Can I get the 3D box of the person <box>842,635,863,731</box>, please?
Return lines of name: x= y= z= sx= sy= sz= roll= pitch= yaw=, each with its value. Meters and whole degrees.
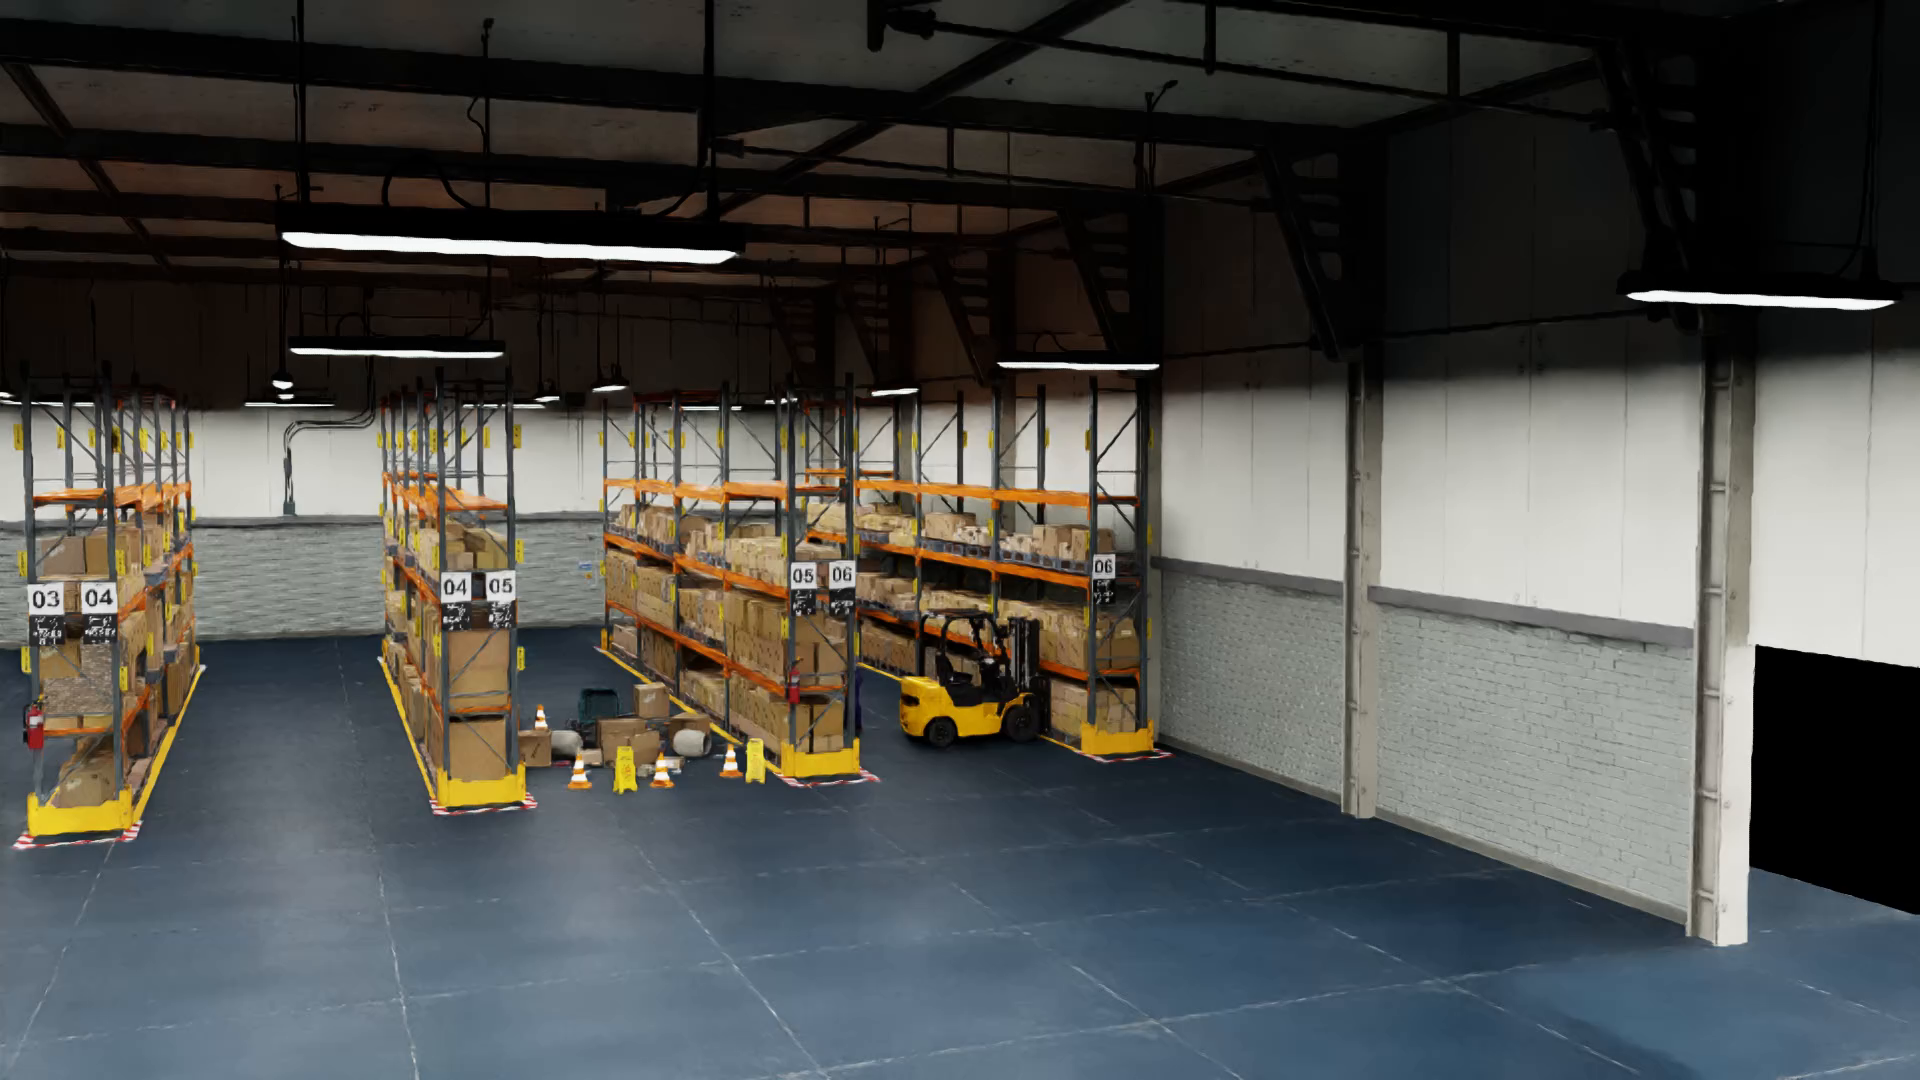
person: x=-1.922 y=2.443 z=28.696 sx=0.556 sy=1.644 sz=0.599 roll=1 pitch=4 yaw=11
